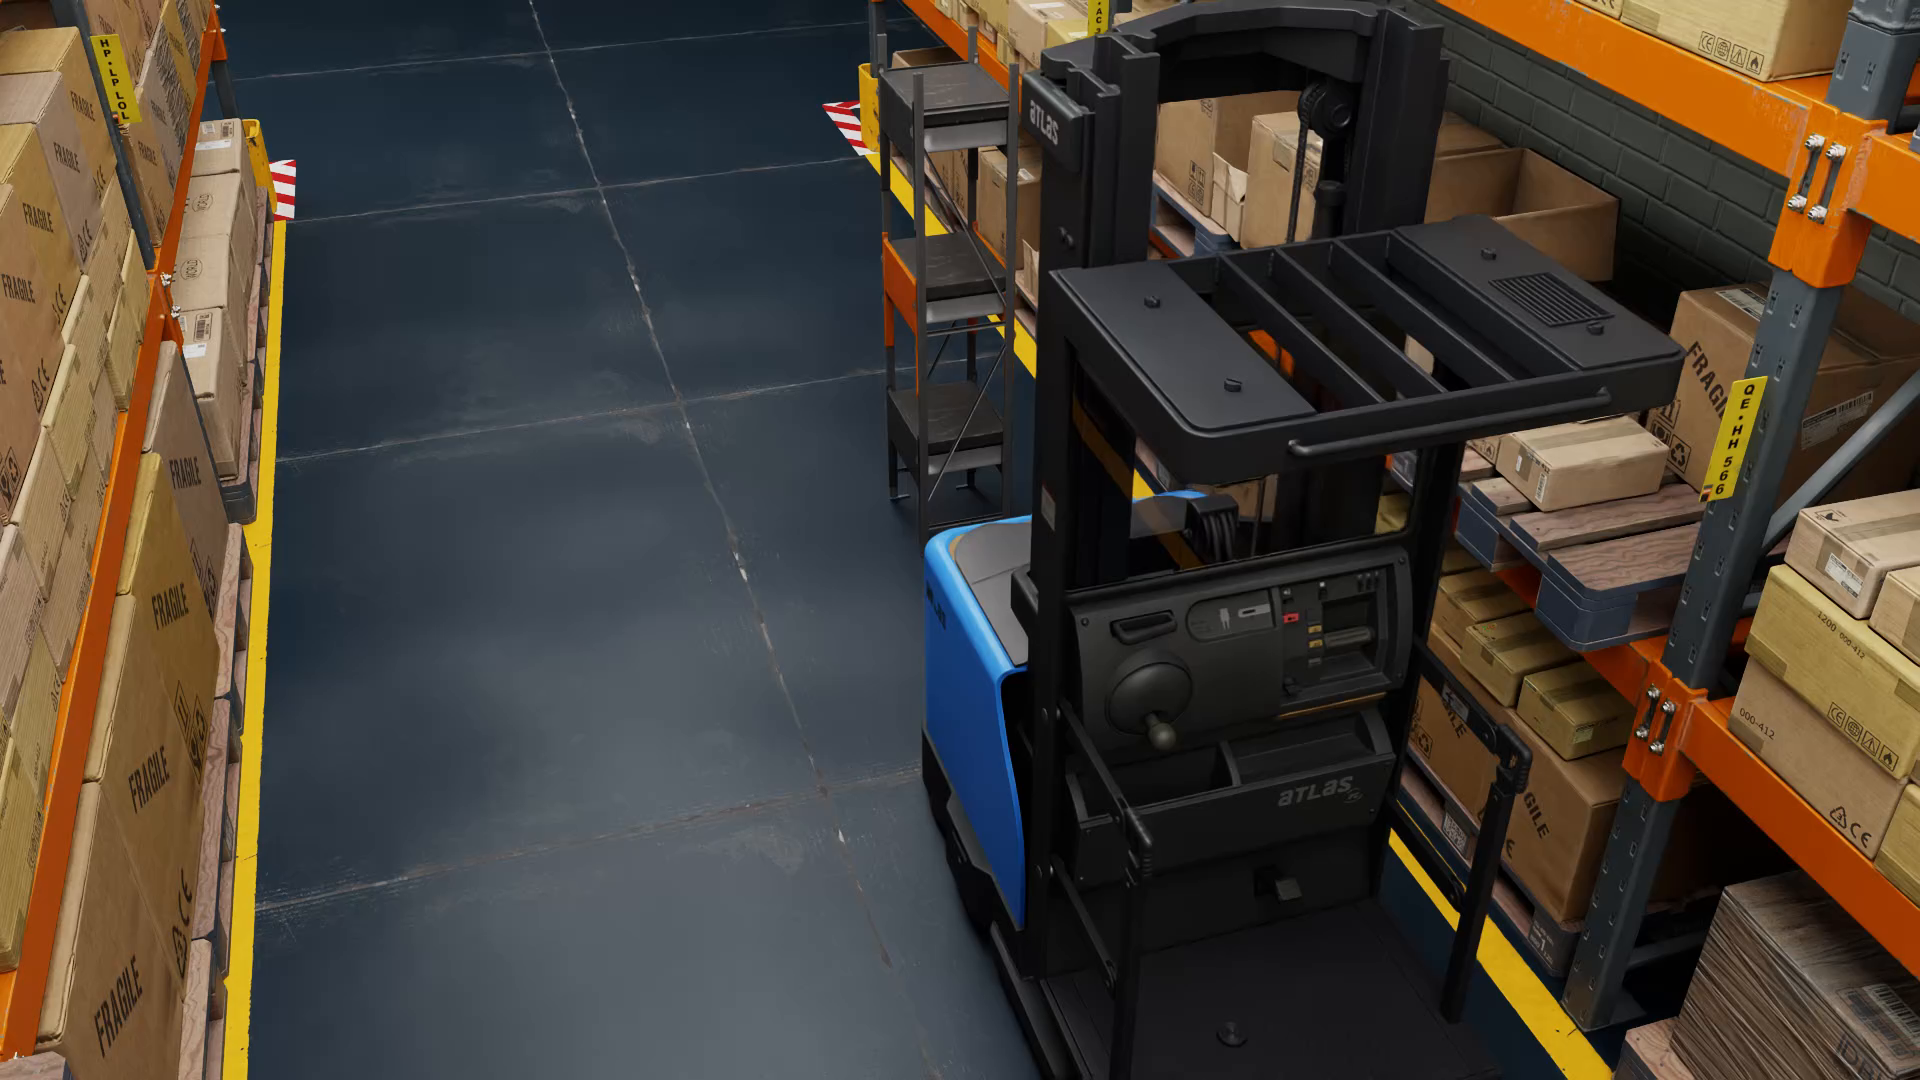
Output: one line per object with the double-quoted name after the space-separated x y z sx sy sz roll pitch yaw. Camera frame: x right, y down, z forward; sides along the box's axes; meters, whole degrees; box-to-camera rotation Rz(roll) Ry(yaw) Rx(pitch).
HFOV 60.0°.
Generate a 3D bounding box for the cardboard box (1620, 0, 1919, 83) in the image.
1.943 -1.297 3.908 0.500 0.250 0.500 -11 35 -16 "cardboard box"

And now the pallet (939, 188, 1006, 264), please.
0.526 -1.819 9.811 1.003 0.211 1.213 -10 35 -15 "pallet"

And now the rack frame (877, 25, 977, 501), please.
-0.125 -1.091 6.997 0.400 2.100 0.015 -10 35 -15 "rack frame"

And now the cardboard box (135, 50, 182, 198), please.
-3.659 -1.740 7.072 0.500 0.500 0.500 -10 35 -14 "cardboard box"

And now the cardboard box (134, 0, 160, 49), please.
-3.824 -2.430 7.209 0.500 0.500 0.500 -9 35 -14 "cardboard box"

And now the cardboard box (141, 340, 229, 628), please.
-3.350 -0.120 6.257 0.875 0.875 0.875 -9 34 -13 "cardboard box"

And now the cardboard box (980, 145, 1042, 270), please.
0.527 -1.875 9.253 0.700 0.500 0.500 -11 35 -17 "cardboard box"

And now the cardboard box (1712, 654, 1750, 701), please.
2.468 0.391 5.236 0.380 0.149 0.250 -8 34 -12 "cardboard box"

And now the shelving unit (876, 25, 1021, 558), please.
-0.050 -0.963 6.803 0.431 2.100 0.503 -10 35 -15 "shelving unit"

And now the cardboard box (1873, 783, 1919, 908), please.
2.382 0.722 3.573 0.500 0.250 0.500 -11 35 -16 "cardboard box"

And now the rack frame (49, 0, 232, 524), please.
-3.615 -1.143 6.259 1.000 3.000 0.127 -10 35 -15 "rack frame"

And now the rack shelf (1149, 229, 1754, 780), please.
1.721 -0.630 6.135 1.077 0.370 4.000 -10 35 -15 "rack shelf"

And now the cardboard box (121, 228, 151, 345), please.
-3.238 -0.888 6.008 0.500 0.250 0.500 -11 35 -16 "cardboard box"

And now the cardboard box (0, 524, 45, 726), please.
-2.471 0.232 3.861 0.500 0.250 0.500 -9 35 -14 "cardboard box"

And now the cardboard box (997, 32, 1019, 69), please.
0.412 -2.537 8.597 0.380 0.149 0.250 -11 35 -15 "cardboard box"

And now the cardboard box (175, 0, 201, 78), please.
-4.131 -2.542 8.285 0.500 0.500 0.500 -9 35 -13 "cardboard box"

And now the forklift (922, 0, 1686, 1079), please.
0.801 0.340 4.077 1.130 2.935 3.031 -10 35 -15 "forklift"

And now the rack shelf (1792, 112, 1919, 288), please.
2.941 0.219 2.130 1.077 0.370 4.000 -10 35 -15 "rack shelf"

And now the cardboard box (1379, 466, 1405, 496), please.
1.561 -0.200 6.131 0.380 0.149 0.250 -12 35 -17 "cardboard box"

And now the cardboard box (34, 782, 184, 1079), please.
-2.527 1.291 4.121 0.875 0.875 0.875 -10 35 -15 "cardboard box"

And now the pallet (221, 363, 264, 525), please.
-3.773 -0.392 7.652 1.003 0.211 1.213 -10 35 -15 "pallet"

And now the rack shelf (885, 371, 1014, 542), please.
-0.050 -0.368 7.196 0.431 0.518 0.480 -10 35 -15 "rack shelf"

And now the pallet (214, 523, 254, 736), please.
-3.308 0.413 6.434 1.003 0.211 1.213 -10 35 -15 "pallet"

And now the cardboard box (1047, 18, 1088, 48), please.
0.723 -2.268 7.827 0.500 0.250 0.500 -9 35 -14 "cardboard box"

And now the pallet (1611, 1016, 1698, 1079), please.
2.545 1.722 4.452 1.003 0.211 1.213 -10 35 -15 "pallet"

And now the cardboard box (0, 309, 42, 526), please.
-2.616 -0.335 4.039 0.500 0.500 0.500 -9 35 -13 "cardboard box"

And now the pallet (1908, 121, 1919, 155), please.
2.623 -0.711 3.056 1.213 0.211 1.003 -8 34 -13 "pallet"

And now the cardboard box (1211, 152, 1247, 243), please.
1.169 -1.305 6.245 0.396 0.266 0.258 -8 34 -12 "cardboard box"

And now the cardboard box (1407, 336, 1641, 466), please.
1.701 -0.492 5.029 0.500 0.250 0.500 -12 35 -17 "cardboard box"

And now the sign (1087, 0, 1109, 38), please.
0.596 -2.246 7.143 0.100 0.325 0.005 -10 35 -15 "sign"

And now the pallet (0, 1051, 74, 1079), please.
-2.076 1.393 2.595 1.213 0.211 1.003 -10 35 -15 "pallet"

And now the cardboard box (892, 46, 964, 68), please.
-0.013 -2.877 10.766 0.797 0.503 0.637 -11 35 -17 "cardboard box"

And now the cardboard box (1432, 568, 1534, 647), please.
1.788 0.217 5.499 0.380 0.149 0.250 -11 35 -16 "cardboard box"

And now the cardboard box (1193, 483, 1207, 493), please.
1.216 -0.543 7.237 0.500 0.500 0.500 -10 35 -15 "cardboard box"

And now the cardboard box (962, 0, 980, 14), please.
0.260 -3.063 9.031 0.500 0.250 0.500 -11 35 -16 "cardboard box"

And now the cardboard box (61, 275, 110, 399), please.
-2.926 -0.567 5.069 0.500 0.250 0.500 -9 35 -14 "cardboard box"

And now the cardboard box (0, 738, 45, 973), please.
-2.305 0.720 3.575 0.500 0.250 0.500 -11 35 -16 "cardboard box"

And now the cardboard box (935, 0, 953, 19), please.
0.075 -3.072 9.406 0.380 0.149 0.250 -11 35 -16 "cardboard box"

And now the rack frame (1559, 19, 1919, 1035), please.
2.331 0.120 4.347 1.000 3.000 0.127 -10 35 -15 "rack frame"

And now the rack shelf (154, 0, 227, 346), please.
-4.225 -1.893 8.047 1.077 0.370 4.000 -10 35 -15 "rack shelf"

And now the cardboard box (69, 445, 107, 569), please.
-2.787 -0.081 4.788 0.500 0.250 0.500 -10 35 -15 "cardboard box"

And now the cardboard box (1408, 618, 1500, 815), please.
1.854 0.537 5.602 0.500 0.500 0.500 -11 35 -15 "cardboard box"

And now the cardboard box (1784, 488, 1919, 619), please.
2.147 0.025 3.813 0.380 0.149 0.250 -9 35 -13 "cardboard box"

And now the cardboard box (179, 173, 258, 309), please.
-4.252 -1.541 8.804 0.875 0.438 0.875 -9 35 -13 "cardboard box"

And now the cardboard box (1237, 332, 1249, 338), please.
1.214 -0.885 7.166 0.380 0.149 0.250 -12 35 -17 "cardboard box"

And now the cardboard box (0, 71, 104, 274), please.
-3.075 -1.139 5.256 0.500 0.500 0.500 -9 35 -14 "cardboard box"
